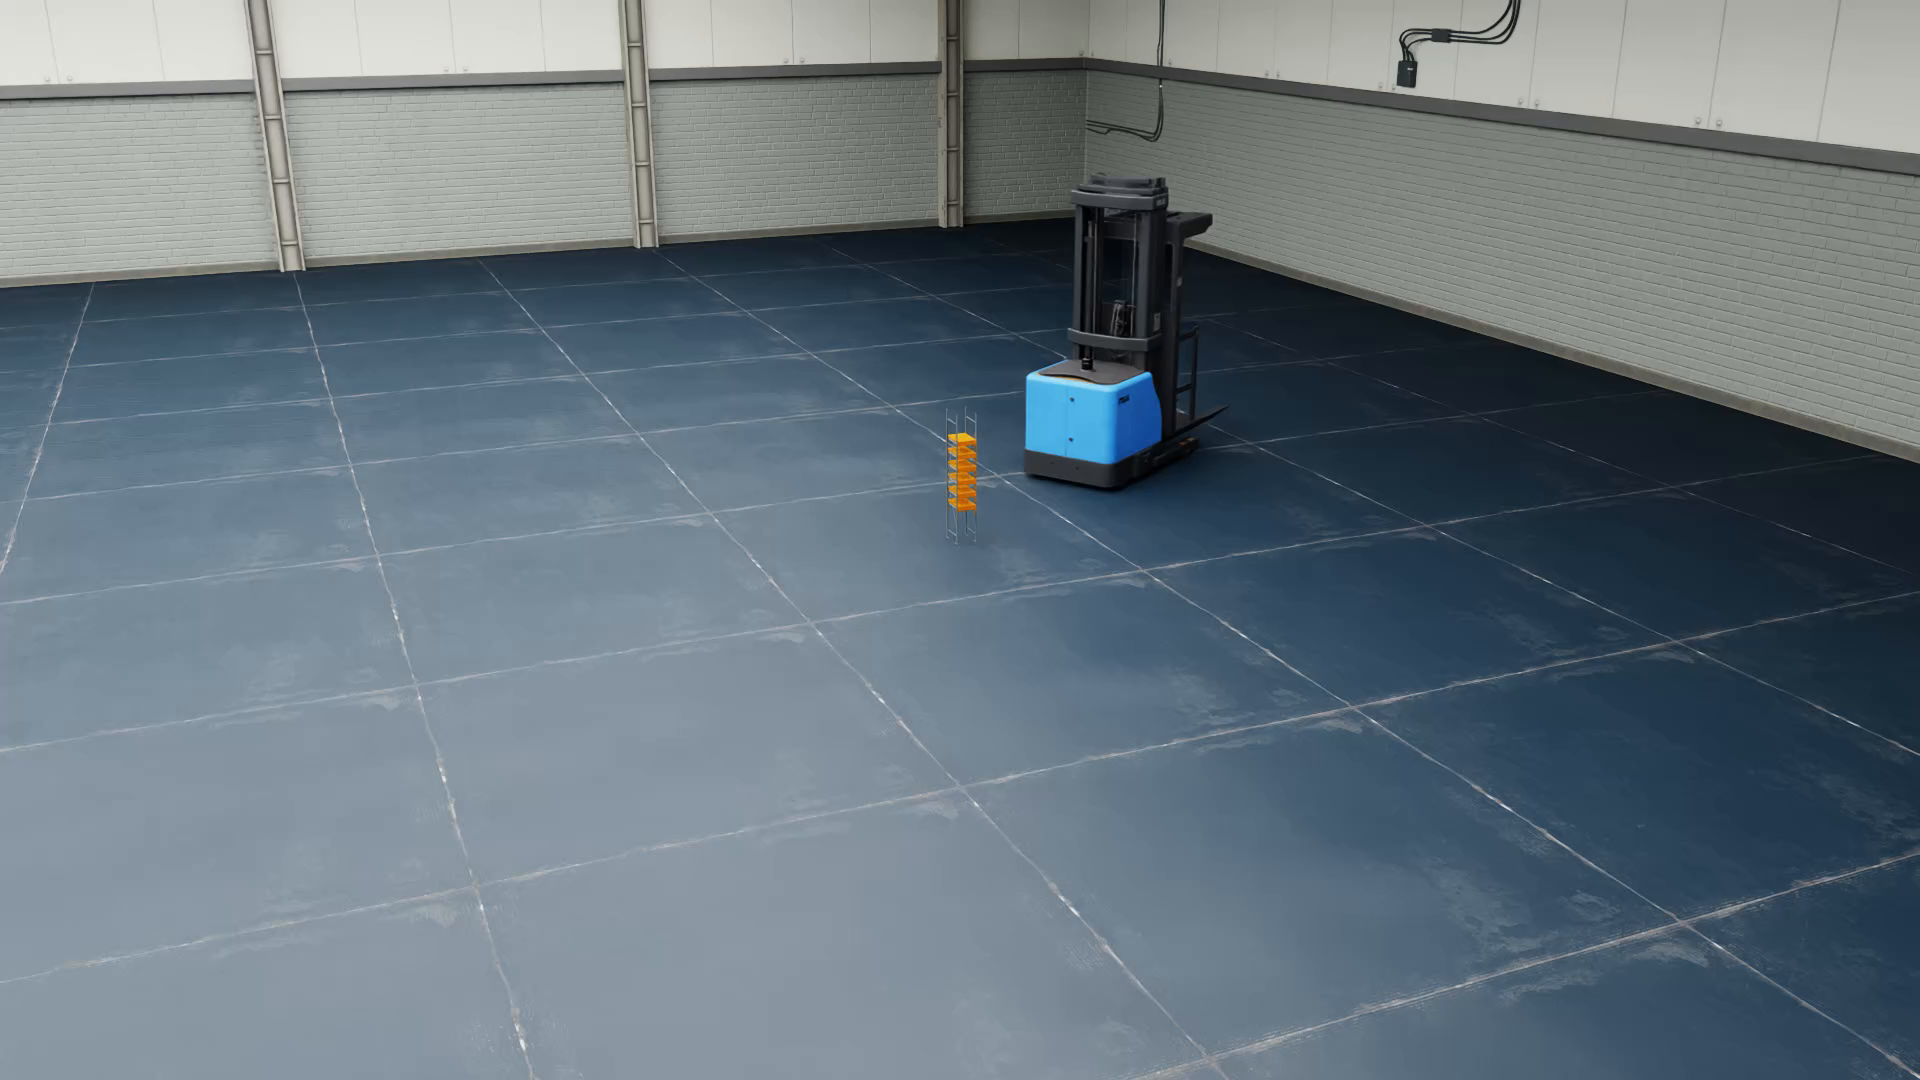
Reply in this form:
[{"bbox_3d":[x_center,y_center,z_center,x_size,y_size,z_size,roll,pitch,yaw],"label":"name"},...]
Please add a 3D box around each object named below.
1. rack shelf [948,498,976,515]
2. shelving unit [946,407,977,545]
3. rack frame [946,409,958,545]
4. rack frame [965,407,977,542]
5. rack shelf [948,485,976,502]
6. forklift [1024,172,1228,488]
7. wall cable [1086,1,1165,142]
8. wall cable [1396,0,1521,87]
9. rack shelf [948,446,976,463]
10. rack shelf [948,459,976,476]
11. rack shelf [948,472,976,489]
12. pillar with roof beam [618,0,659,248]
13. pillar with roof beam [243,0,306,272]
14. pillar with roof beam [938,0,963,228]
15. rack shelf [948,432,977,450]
[{"bbox_3d":[0.013,-0.300,14.923,0.180,0.103,0.258,-8,21,-22],"label":"rack shelf"},{"bbox_3d":[0.013,-0.568,14.828,0.189,1.200,0.258,-8,21,-22],"label":"shelving unit"},{"bbox_3d":[-0.071,-0.556,14.794,0.006,1.200,0.240,-8,21,-22],"label":"rack frame"},{"bbox_3d":[0.097,-0.580,14.862,0.006,1.200,0.240,-8,21,-22],"label":"rack frame"},{"bbox_3d":[0.013,-0.413,14.883,0.180,0.103,0.258,-8,21,-22],"label":"rack shelf"},{"bbox_3d":[1.883,-2.325,17.212,1.130,2.935,3.031,13,23,32],"label":"forklift"},{"bbox_3d":[3.050,-8.880,31.367,0.112,2.526,3.097,-8,21,-22],"label":"wall cable"},{"bbox_3d":[6.796,-9.051,22.058,0.169,6.003,2.305,-8,21,-22],"label":"wall cable"},{"bbox_3d":[0.013,-0.752,14.763,0.180,0.103,0.258,-8,21,-22],"label":"rack shelf"},{"bbox_3d":[0.013,-0.639,14.803,0.180,0.103,0.258,-8,21,-22],"label":"rack shelf"},{"bbox_3d":[0.013,-0.526,14.843,0.180,0.103,0.258,-8,21,-22],"label":"rack shelf"},{"bbox_3d":[-3.983,-8.258,24.926,0.400,9.000,9.100,-8,21,-22],"label":"pillar with roof beam"},{"bbox_3d":[-9.492,-7.469,22.684,0.400,9.000,9.100,-8,21,-22],"label":"pillar with roof beam"},{"bbox_3d":[1.527,-9.047,27.167,0.400,9.000,9.100,-8,21,-22],"label":"pillar with roof beam"},{"bbox_3d":[0.013,-0.866,14.723,0.180,0.103,0.258,-8,21,-22],"label":"rack shelf"}]
